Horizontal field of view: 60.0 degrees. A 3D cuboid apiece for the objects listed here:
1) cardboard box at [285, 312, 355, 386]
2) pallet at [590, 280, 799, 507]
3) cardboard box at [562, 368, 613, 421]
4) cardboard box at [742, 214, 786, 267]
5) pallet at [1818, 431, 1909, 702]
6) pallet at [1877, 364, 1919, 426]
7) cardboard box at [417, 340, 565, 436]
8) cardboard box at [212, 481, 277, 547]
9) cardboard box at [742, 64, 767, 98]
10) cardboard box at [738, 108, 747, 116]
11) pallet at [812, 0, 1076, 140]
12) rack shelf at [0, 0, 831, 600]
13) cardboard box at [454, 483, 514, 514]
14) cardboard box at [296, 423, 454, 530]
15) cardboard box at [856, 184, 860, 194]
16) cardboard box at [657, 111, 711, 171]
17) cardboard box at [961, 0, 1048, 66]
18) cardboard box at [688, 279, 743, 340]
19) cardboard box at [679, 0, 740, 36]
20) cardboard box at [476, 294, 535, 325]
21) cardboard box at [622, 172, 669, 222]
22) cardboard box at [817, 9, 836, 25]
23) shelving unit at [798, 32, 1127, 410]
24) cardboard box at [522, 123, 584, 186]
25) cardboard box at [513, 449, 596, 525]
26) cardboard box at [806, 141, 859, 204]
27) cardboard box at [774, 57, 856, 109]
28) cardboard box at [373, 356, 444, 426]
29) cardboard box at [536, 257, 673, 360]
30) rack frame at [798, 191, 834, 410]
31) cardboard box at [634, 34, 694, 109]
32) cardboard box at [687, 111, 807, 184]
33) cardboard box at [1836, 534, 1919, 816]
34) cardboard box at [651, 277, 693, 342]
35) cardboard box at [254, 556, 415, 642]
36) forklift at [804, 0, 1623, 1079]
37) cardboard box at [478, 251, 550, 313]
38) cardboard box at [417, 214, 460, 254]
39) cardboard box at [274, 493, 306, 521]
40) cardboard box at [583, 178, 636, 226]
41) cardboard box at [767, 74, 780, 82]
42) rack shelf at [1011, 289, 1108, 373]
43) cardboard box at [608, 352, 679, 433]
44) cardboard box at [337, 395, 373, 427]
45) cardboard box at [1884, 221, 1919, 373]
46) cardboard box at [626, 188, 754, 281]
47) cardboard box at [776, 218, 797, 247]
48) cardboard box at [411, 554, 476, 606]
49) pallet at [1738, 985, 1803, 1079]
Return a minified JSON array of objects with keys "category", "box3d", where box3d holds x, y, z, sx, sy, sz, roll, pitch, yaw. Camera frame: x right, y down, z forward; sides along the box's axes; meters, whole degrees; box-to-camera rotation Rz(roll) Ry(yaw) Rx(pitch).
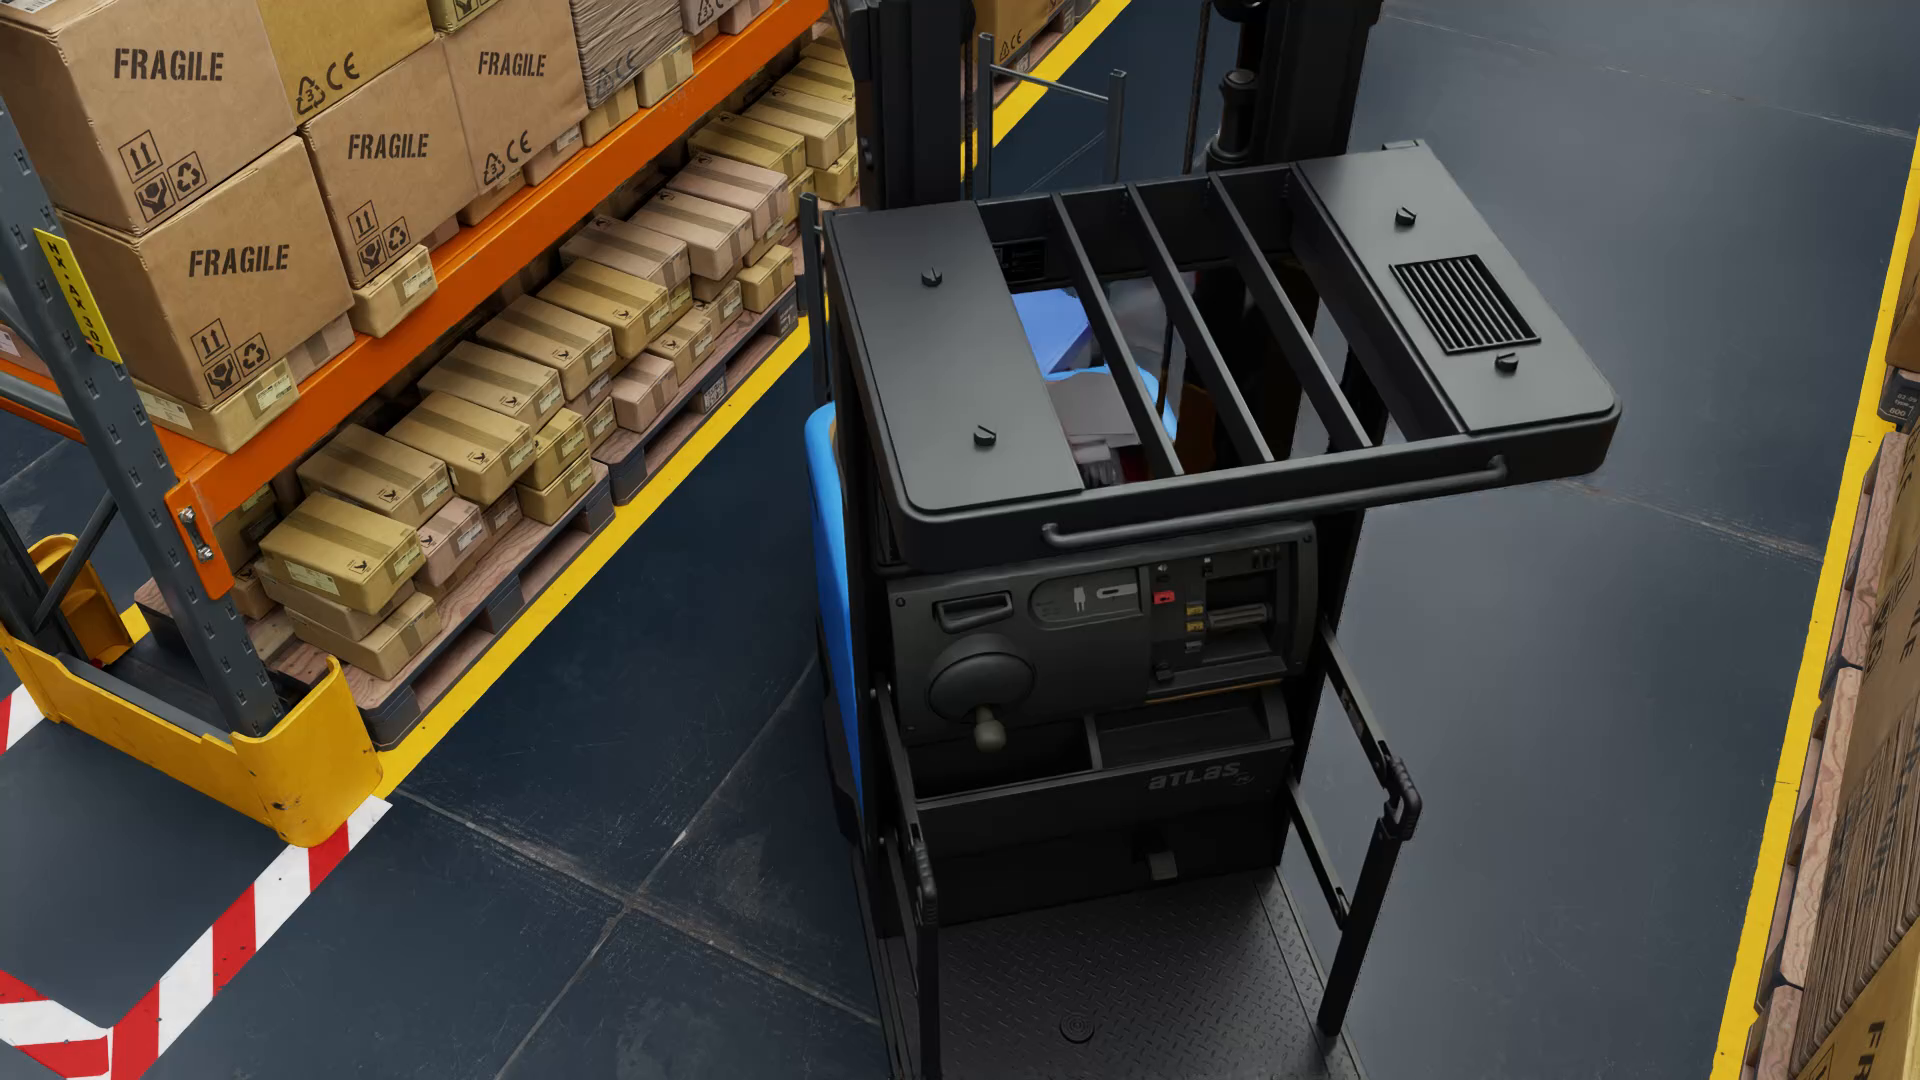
[{"category":"cardboard box","box3d":[-1.837,-0.572,4.383,0.380,0.149,0.250,22,49,20]},{"category":"pallet","box3d":[-1.348,-0.724,6.317,1.003,0.211,1.213,20,49,19]},{"category":"cardboard box","box3d":[-1.422,-0.548,5.682,0.380,0.149,0.250,18,48,17]},{"category":"cardboard box","box3d":[-0.894,-1.216,6.342,0.380,0.149,0.250,22,49,20]},{"category":"pallet","box3d":[3.422,0.224,5.380,1.003,0.211,1.213,20,49,19]},{"category":"pallet","box3d":[4.136,-0.740,6.333,1.003,0.211,1.213,20,49,19]},{"category":"cardboard box","box3d":[-1.521,-0.477,5.403,0.380,0.149,0.250,18,48,17]},{"category":"cardboard box","box3d":[-2.338,-0.163,5.093,0.380,0.149,0.250,21,49,19]},{"category":"cardboard box","box3d":[-1.026,-1.963,6.872,0.380,0.149,0.250,23,50,21]},{"category":"cardboard box","box3d":[-1.073,-1.684,6.805,0.380,0.149,0.250,20,49,19]},{"category":"pallet","box3d":[-0.142,-2.422,7.995,1.003,0.211,1.213,20,49,19]},{"category":"rack shelf","box3d":[-1.430,-1.398,5.528,1.077,0.370,4.000,20,49,19]},{"category":"cardboard box","box3d":[-1.676,-0.224,5.362,0.380,0.149,0.250,21,49,20]},{"category":"cardboard box","box3d":[-1.793,-0.177,5.107,0.380,0.149,0.250,21,49,20]},{"category":"cardboard box","box3d":[-0.577,-1.561,6.893,0.380,0.149,0.250,22,49,20]},{"category":"cardboard box","box3d":[-1.200,-1.615,6.528,0.380,0.149,0.250,19,48,18]},{"category":"cardboard box","box3d":[0.076,-2.558,7.631,0.500,0.500,0.500,22,49,21]},{"category":"cardboard box","box3d":[-1.043,-0.903,6.242,0.380,0.149,0.250,21,49,20]},{"category":"cardboard box","box3d":[-0.951,-2.013,5.351,0.500,0.500,0.500,20,49,19]},{"category":"cardboard box","box3d":[-1.763,-0.881,6.012,0.380,0.149,0.250,23,50,21]},{"category":"cardboard box","box3d":[-1.349,-1.349,6.474,0.380,0.149,0.250,23,50,21]},{"category":"cardboard box","box3d":[-0.382,-2.729,7.801,0.500,0.500,0.500,20,49,18]},{"category":"shelving unit","box3d":[0.031,-0.654,5.342,0.538,1.500,1.048,22,49,20]},{"category":"cardboard box","box3d":[-1.378,-1.242,5.045,0.380,0.149,0.250,20,49,18]},{"category":"cardboard box","box3d":[-1.458,-0.236,5.584,0.380,0.149,0.250,21,49,20]},{"category":"cardboard box","box3d":[-0.590,-1.508,6.632,0.380,0.149,0.250,19,48,18]},{"category":"cardboard box","box3d":[-0.520,-1.781,6.692,0.380,0.149,0.250,21,49,20]},{"category":"cardboard box","box3d":[-1.911,-0.531,5.666,0.380,0.149,0.250,20,49,19]},{"category":"cardboard box","box3d":[-1.221,-0.799,5.722,0.380,0.149,0.250,21,49,20]},{"category":"rack frame","box3d":[-0.220,-0.340,5.031,0.500,1.500,0.032,22,49,20]},{"category":"cardboard box","box3d":[-1.089,-1.557,5.356,0.380,0.149,0.250,21,49,20]},{"category":"cardboard box","box3d":[-0.819,-1.484,6.399,0.380,0.149,0.250,22,49,20]},{"category":"cardboard box","box3d":[3.049,0.346,4.498,0.875,0.875,0.875,20,49,19]},{"category":"cardboard box","box3d":[-1.198,-0.899,6.030,0.380,0.149,0.250,23,50,21]},{"category":"cardboard box","box3d":[-1.888,0.114,5.029,0.380,0.149,0.250,22,49,21]},{"category":"forklift","box3d":[0.360,0.301,3.392,1.130,2.935,3.031,-9,46,-8]},{"category":"cardboard box","box3d":[-1.690,-0.966,5.887,0.380,0.149,0.250,19,48,18]},{"category":"cardboard box","box3d":[-1.665,-0.933,4.740,0.380,0.149,0.250,23,50,21]},{"category":"cardboard box","box3d":[-2.198,-0.215,5.353,0.380,0.149,0.250,19,48,18]},{"category":"cardboard box","box3d":[-1.444,-1.283,6.200,0.380,0.149,0.250,19,48,17]},{"category":"cardboard box","box3d":[-0.954,-2.038,7.155,0.380,0.149,0.250,23,50,21]},{"category":"rack shelf","box3d":[0.031,-0.528,5.470,0.538,0.185,1.000,22,49,20]},{"category":"cardboard box","box3d":[-1.232,-0.557,5.900,0.380,0.149,0.250,18,48,17]},{"category":"cardboard box","box3d":[-2.162,-0.507,5.433,0.380,0.149,0.250,19,48,18]},{"category":"cardboard box","box3d":[4.124,-1.020,5.848,1.225,0.875,0.875,21,49,19]},{"category":"cardboard box","box3d":[-0.977,-1.109,6.028,0.380,0.149,0.250,19,48,18]},{"category":"cardboard box","box3d":[-0.872,-1.247,6.583,0.380,0.149,0.250,19,48,18]},{"category":"cardboard box","box3d":[-1.783,0.047,5.303,0.380,0.149,0.250,20,49,19]},{"category":"pallet","box3d":[2.289,1.761,3.861,1.003,0.211,1.213,20,49,19]}]
